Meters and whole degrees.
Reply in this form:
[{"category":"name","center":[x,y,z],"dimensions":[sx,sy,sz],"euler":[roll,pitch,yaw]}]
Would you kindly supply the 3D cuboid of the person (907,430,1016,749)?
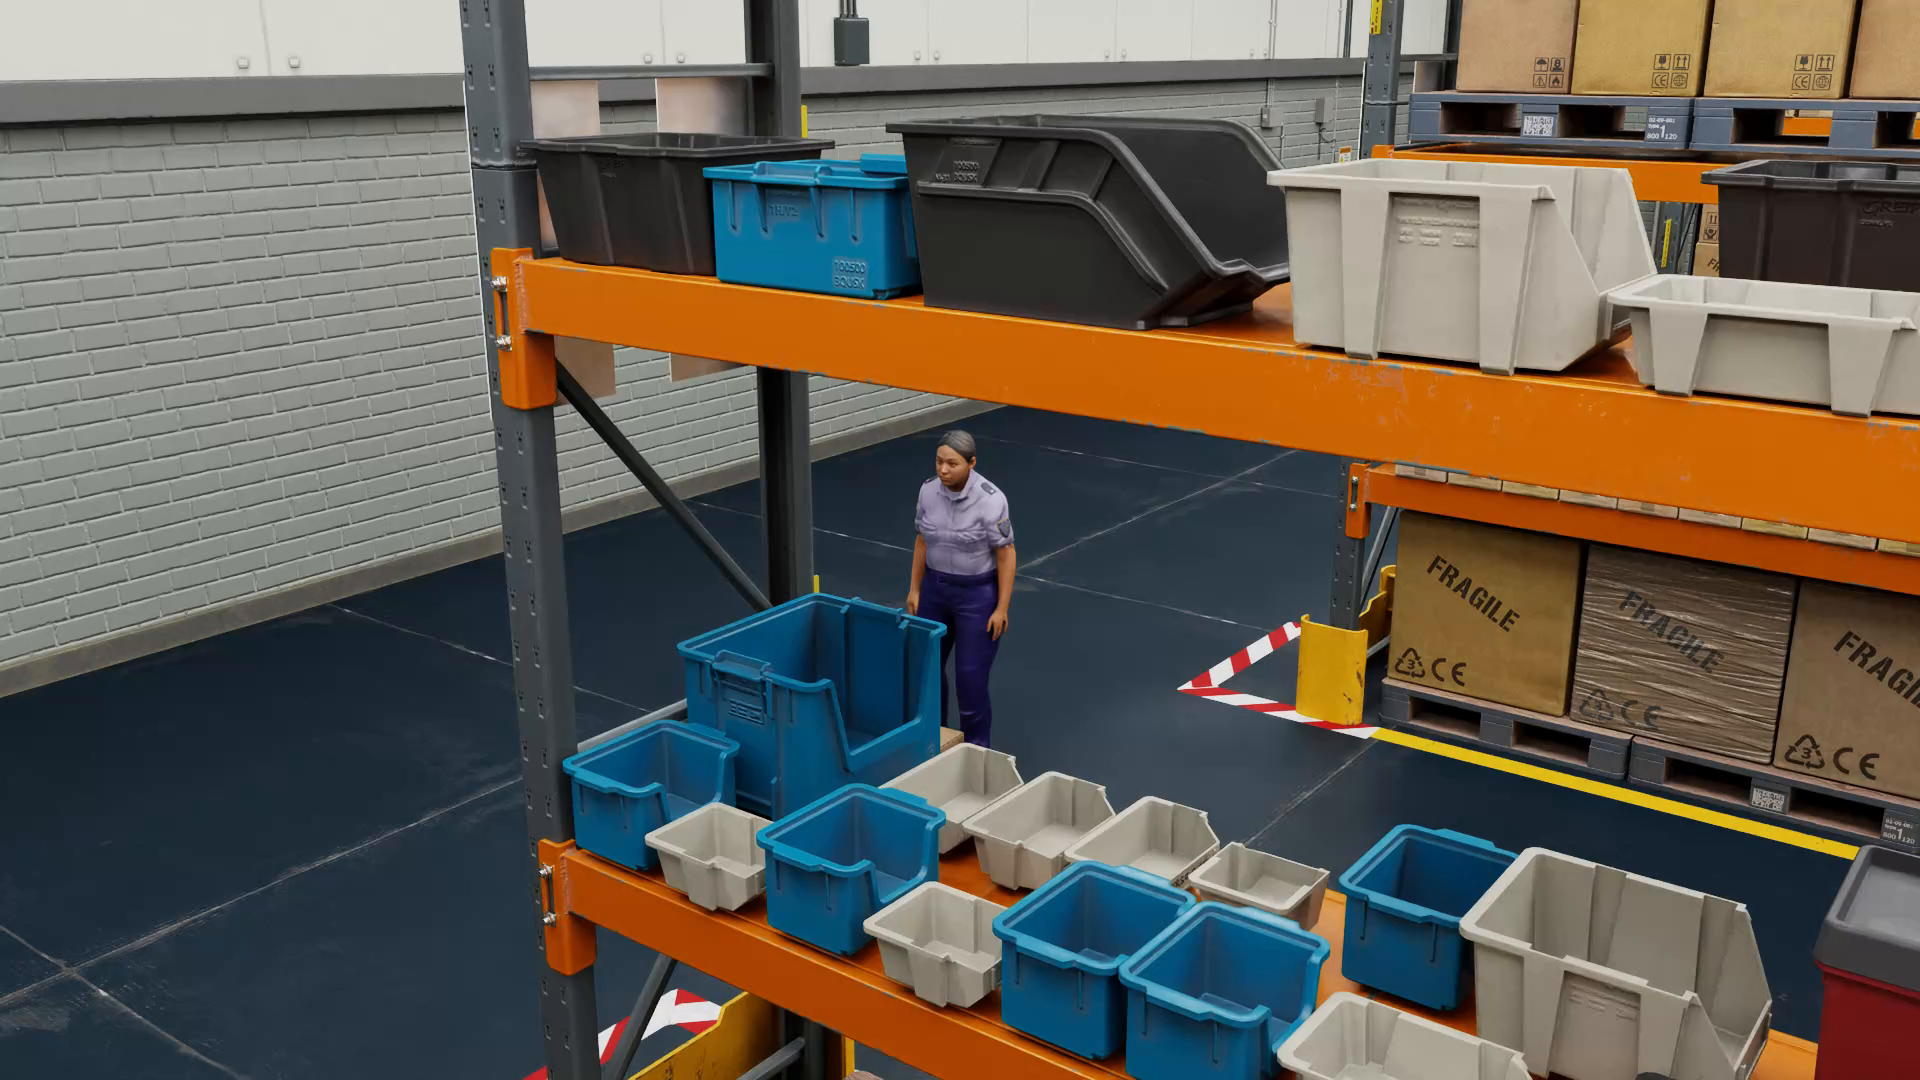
[{"category":"person","center":[-0.026,0.299,7.583],"dimensions":[0.562,1.636,0.426],"euler":[11,20,31]}]
